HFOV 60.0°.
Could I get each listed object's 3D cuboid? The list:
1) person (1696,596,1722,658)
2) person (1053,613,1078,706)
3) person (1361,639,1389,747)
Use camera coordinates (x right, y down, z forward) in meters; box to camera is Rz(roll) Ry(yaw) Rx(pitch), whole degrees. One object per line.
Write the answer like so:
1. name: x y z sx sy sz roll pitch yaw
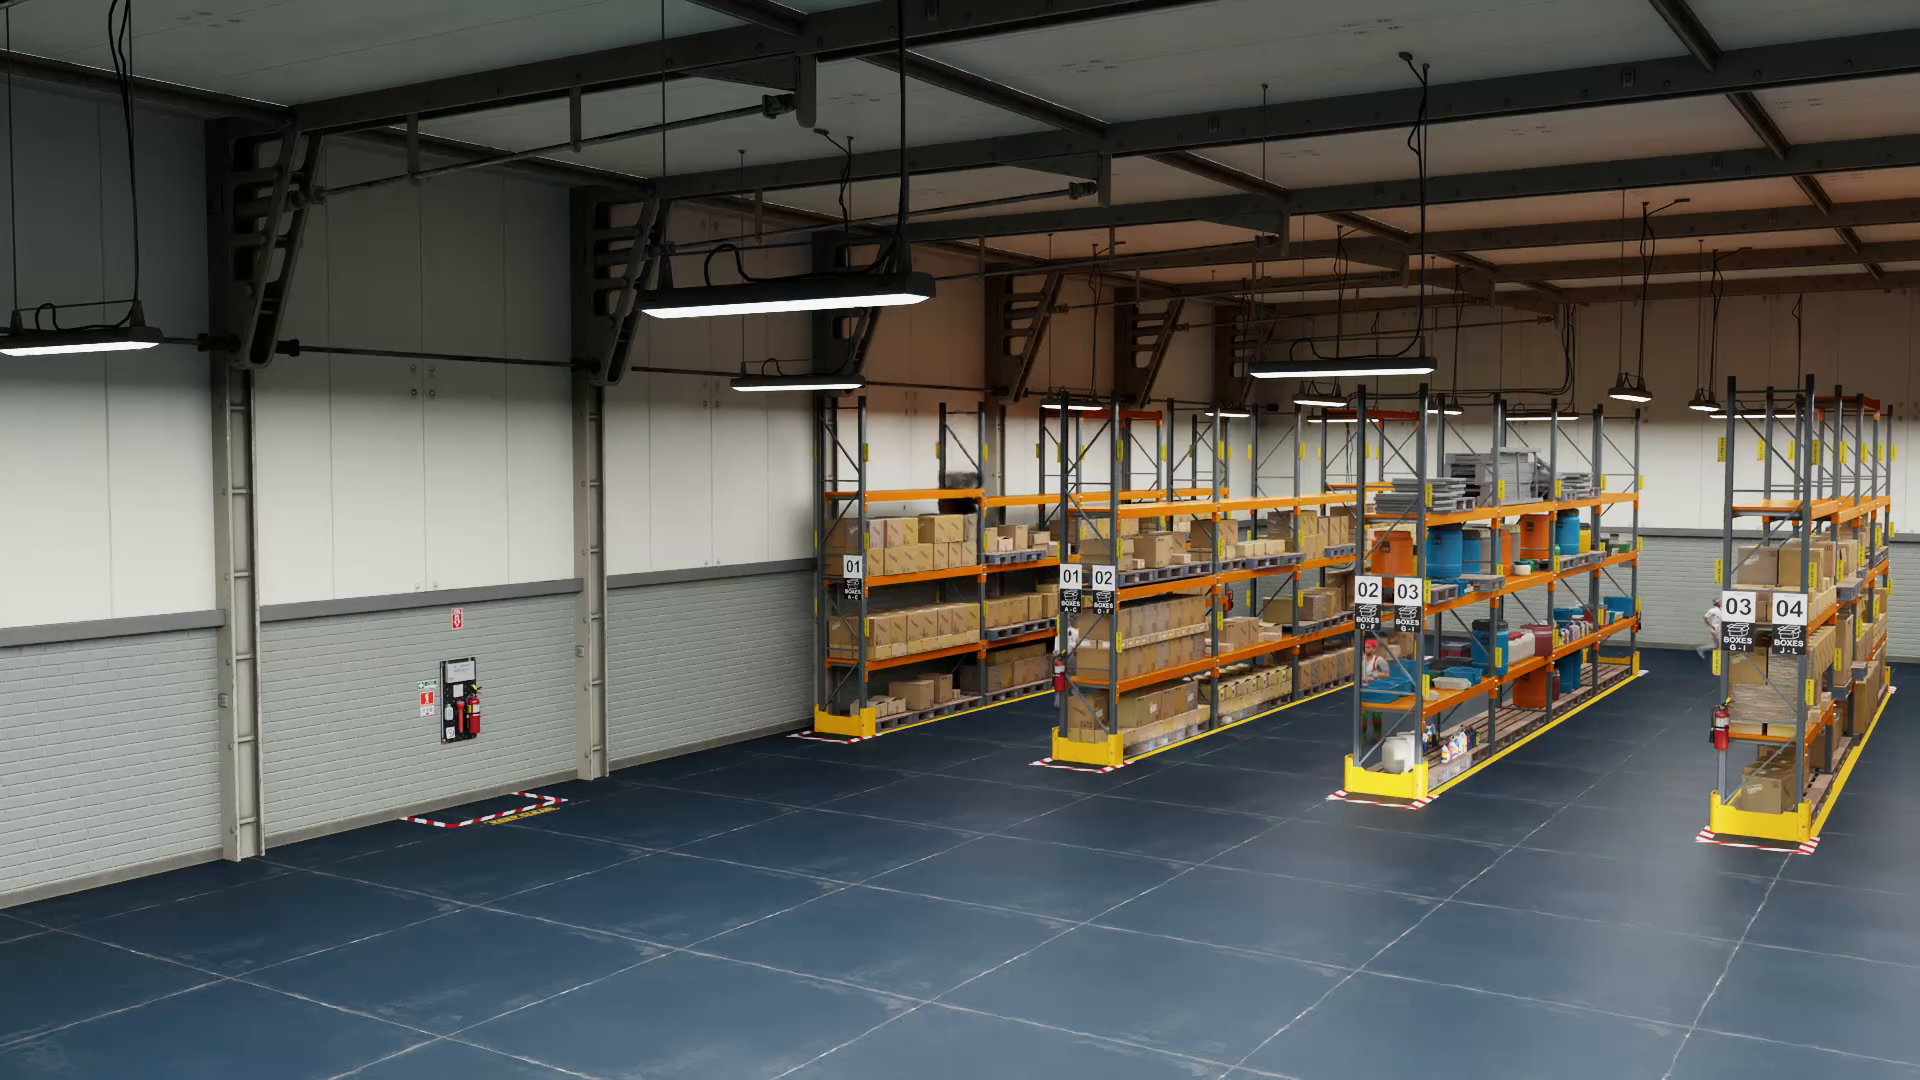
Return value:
1. person: 17.666 2.149 38.771 0.547 1.699 1.044 -2 4 -36
2. person: 1.988 2.212 31.122 0.599 1.719 0.803 1 3 23
3. person: 7.068 2.620 28.482 0.619 1.849 0.802 2 4 36
